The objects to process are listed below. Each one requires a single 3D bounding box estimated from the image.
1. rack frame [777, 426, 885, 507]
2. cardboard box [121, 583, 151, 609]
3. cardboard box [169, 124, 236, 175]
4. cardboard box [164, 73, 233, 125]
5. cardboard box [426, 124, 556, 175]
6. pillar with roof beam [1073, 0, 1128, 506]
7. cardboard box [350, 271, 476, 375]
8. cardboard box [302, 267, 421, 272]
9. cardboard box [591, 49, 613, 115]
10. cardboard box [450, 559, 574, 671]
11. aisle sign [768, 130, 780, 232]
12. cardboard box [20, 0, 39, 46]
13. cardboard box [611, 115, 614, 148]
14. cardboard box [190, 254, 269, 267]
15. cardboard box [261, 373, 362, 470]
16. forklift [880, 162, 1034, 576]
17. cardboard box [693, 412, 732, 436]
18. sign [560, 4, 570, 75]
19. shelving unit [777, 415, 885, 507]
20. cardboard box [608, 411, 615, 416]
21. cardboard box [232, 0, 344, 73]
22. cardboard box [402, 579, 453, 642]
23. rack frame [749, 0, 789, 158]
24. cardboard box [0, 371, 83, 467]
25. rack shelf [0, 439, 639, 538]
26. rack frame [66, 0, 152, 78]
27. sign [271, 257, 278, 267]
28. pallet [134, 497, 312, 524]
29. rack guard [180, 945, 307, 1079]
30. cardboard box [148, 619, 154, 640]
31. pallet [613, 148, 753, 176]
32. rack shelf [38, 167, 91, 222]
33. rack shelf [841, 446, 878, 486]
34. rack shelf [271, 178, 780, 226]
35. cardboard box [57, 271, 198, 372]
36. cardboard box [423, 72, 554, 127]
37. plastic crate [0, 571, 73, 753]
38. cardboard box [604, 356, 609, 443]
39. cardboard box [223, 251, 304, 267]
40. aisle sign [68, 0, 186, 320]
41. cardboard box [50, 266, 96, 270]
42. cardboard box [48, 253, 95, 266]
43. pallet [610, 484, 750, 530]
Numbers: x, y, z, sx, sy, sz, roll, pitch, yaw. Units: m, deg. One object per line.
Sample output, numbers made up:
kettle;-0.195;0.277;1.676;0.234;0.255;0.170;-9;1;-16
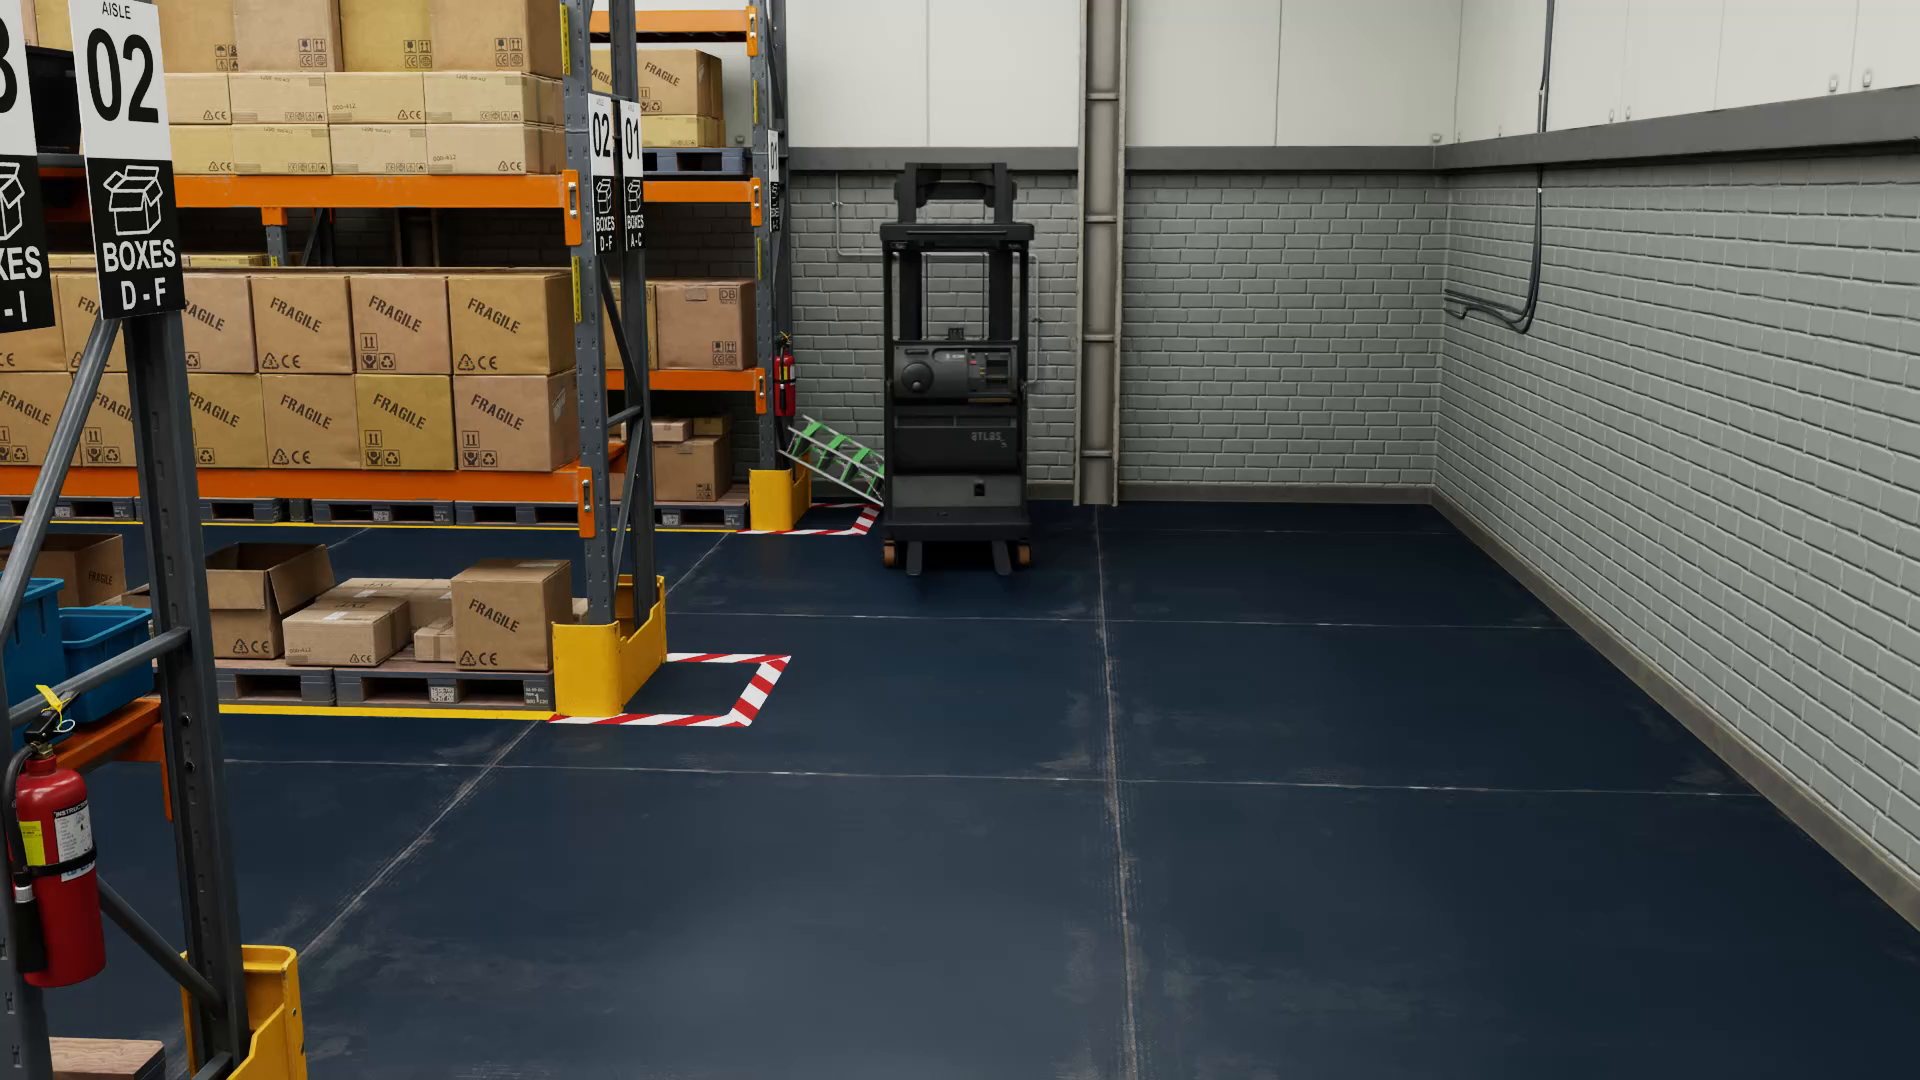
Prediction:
rack frame;-0.973;-0.583;14.103;1.200;0.240;0.015;28;19;1
cardboard box;-4.523;0.356;9.731;0.500;0.311;0.500;1;12;4
cardboard box;-3.894;-2.021;8.645;0.500;0.250;0.500;1;12;4
cardboard box;-3.895;-2.264;8.586;0.500;0.250;0.500;1;12;4
cardboard box;-2.398;-1.998;8.533;0.500;0.250;0.500;1;12;4
pillar with roof beam;0.923;-3.859;9.737;0.400;9.000;9.100;1;12;4
cardboard box;-2.835;-1.145;8.729;0.500;0.500;0.500;1;12;5
cardboard box;-3.314;-1.262;9.287;0.500;0.500;0.500;1;12;5
cardboard box;-2.788;-3.642;13.290;0.500;0.500;0.500;1;12;5
cardboard box;-2.427;0.401;9.055;0.500;0.500;0.500;1;12;4
aisle sign;-1.489;-2.872;13.323;0.004;0.787;0.394;1;12;4
cardboard box;-4.882;-2.677;8.725;0.500;0.500;0.700;1;12;4
cardboard box;-2.809;-3.274;13.364;0.500;0.250;0.500;0;12;2
cardboard box;-6.015;-2.242;13.810;0.500;0.250;0.500;1;12;5
cardboard box;-3.348;-0.664;8.871;0.500;0.500;0.500;1;12;4
forklift;-0.027;-1.296;12.305;1.130;2.935;3.031;0;12;-1
cardboard box;-2.108;-0.990;14.169;0.250;0.149;0.380;1;12;4
sign;-1.925;-2.438;8.110;0.005;0.325;0.100;1;12;4
shelving unit;-0.932;-0.650;14.334;1.200;0.258;0.503;28;19;1
cardboard box;-3.117;-1.003;14.234;0.250;0.149;0.380;1;12;5
cardboard box;-3.381;-2.669;8.690;0.500;0.500;0.700;1;12;4
cardboard box;-2.890;0.408;9.631;0.500;0.250;0.500;1;12;4
rack frame;-1.541;-4.598;13.273;0.127;3.000;1.000;1;12;4
cardboard box;-4.858;-0.685;8.970;0.500;0.500;0.500;1;12;5
rack shelf;-3.864;-0.325;9.253;4.000;0.370;1.077;1;12;4
rack frame;-2.203;-2.574;3.597;0.127;3.000;1.000;1;12;4
sign;-5.558;-2.134;13.508;0.005;0.325;0.100;1;12;4
pallet;-6.307;-0.347;14.411;1.213;0.211;1.003;1;12;4
rack guard;-2.178;1.583;4.479;0.348;0.500;1.175;1;12;4
cardboard box;-4.591;0.527;9.270;0.250;0.166;0.380;1;12;4
pallet;-2.282;-3.095;13.627;1.213;0.211;1.003;1;12;4
rack shelf;-4.198;-0.781;4.109;4.000;0.370;1.077;1;12;4
rack shelf;-0.875;-0.620;14.333;0.148;0.258;0.480;28;19;1
rack shelf;-3.536;-2.805;13.784;4.000;0.370;1.077;1;12;4
cardboard box;-4.380;-1.165;8.825;0.500;0.500;0.500;0;12;2
cardboard box;-2.398;-2.244;8.490;0.500;0.250;0.500;1;12;4
plastic crate;-2.549;0.349;4.041;0.499;0.435;0.616;1;12;4
cardboard box;-2.293;-0.759;9.325;0.500;0.500;0.500;1;12;5
cardboard box;-5.973;-2.348;14.314;0.500;0.250;0.500;1;12;6
aisle sign;-2.111;-0.970;4.231;0.004;0.787;0.394;1;12;4
cardboard box;-4.826;-1.282;9.387;0.500;0.500;0.500;1;12;3
cardboard box;-7.542;-2.265;13.919;0.500;0.250;0.500;1;12;3
pallet;-2.344;-0.292;14.148;1.213;0.211;1.003;1;12;4
